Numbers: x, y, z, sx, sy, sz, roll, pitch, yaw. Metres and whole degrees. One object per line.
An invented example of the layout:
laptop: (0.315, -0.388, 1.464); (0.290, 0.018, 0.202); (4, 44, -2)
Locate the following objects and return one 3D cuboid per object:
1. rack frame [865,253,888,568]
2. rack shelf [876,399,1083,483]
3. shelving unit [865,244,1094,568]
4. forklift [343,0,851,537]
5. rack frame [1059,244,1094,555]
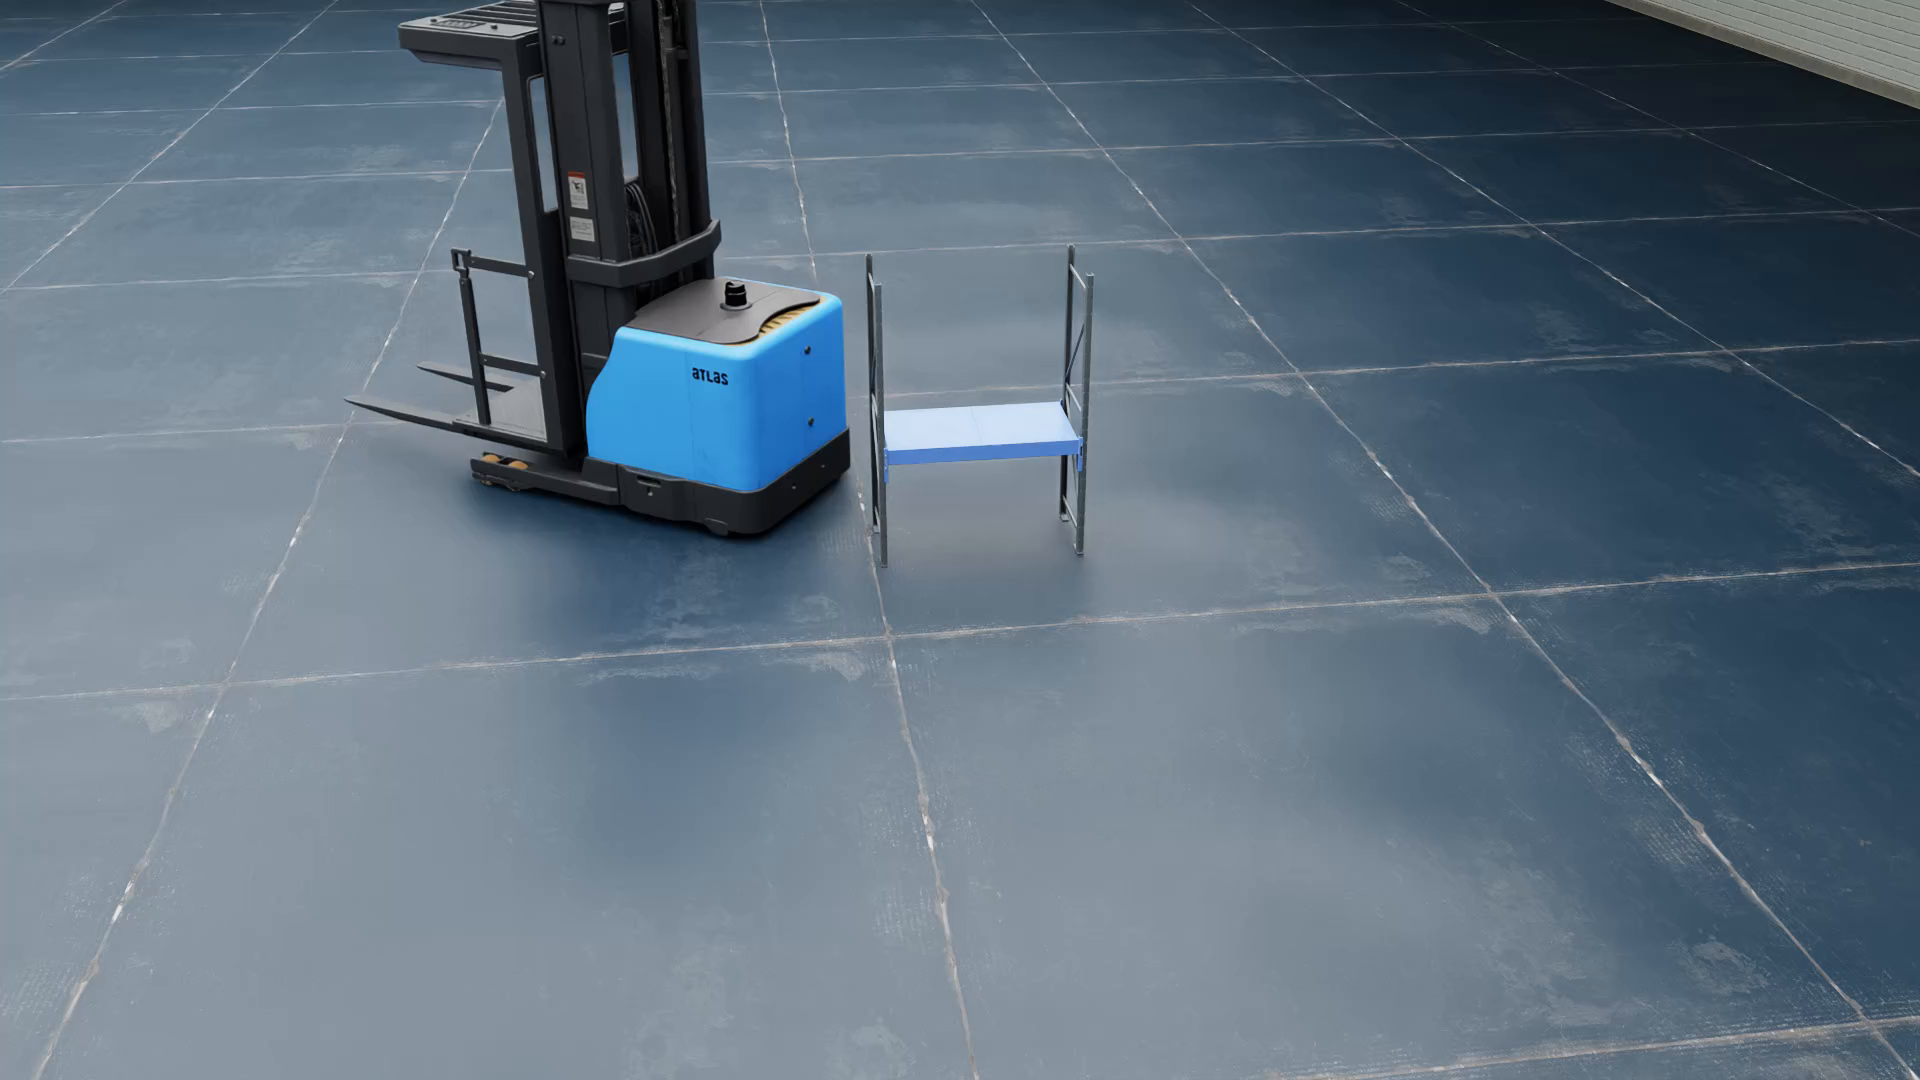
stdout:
rack frame: (-0.419, -0.640, 8.355); (0.032, 1.500, 0.500); (-4, 27, -7)
rack shelf: (0.084, -0.513, 8.500); (1.000, 0.185, 0.538); (-4, 27, -7)
shelving unit: (0.084, -0.673, 8.418); (1.048, 1.500, 0.538); (-4, 27, -7)
forklift: (-2.172, -1.776, 9.001); (3.031, 2.935, 1.130); (13, 30, 23)
rack frame: (0.588, -0.705, 8.481); (0.032, 1.500, 0.500); (-4, 27, -7)
